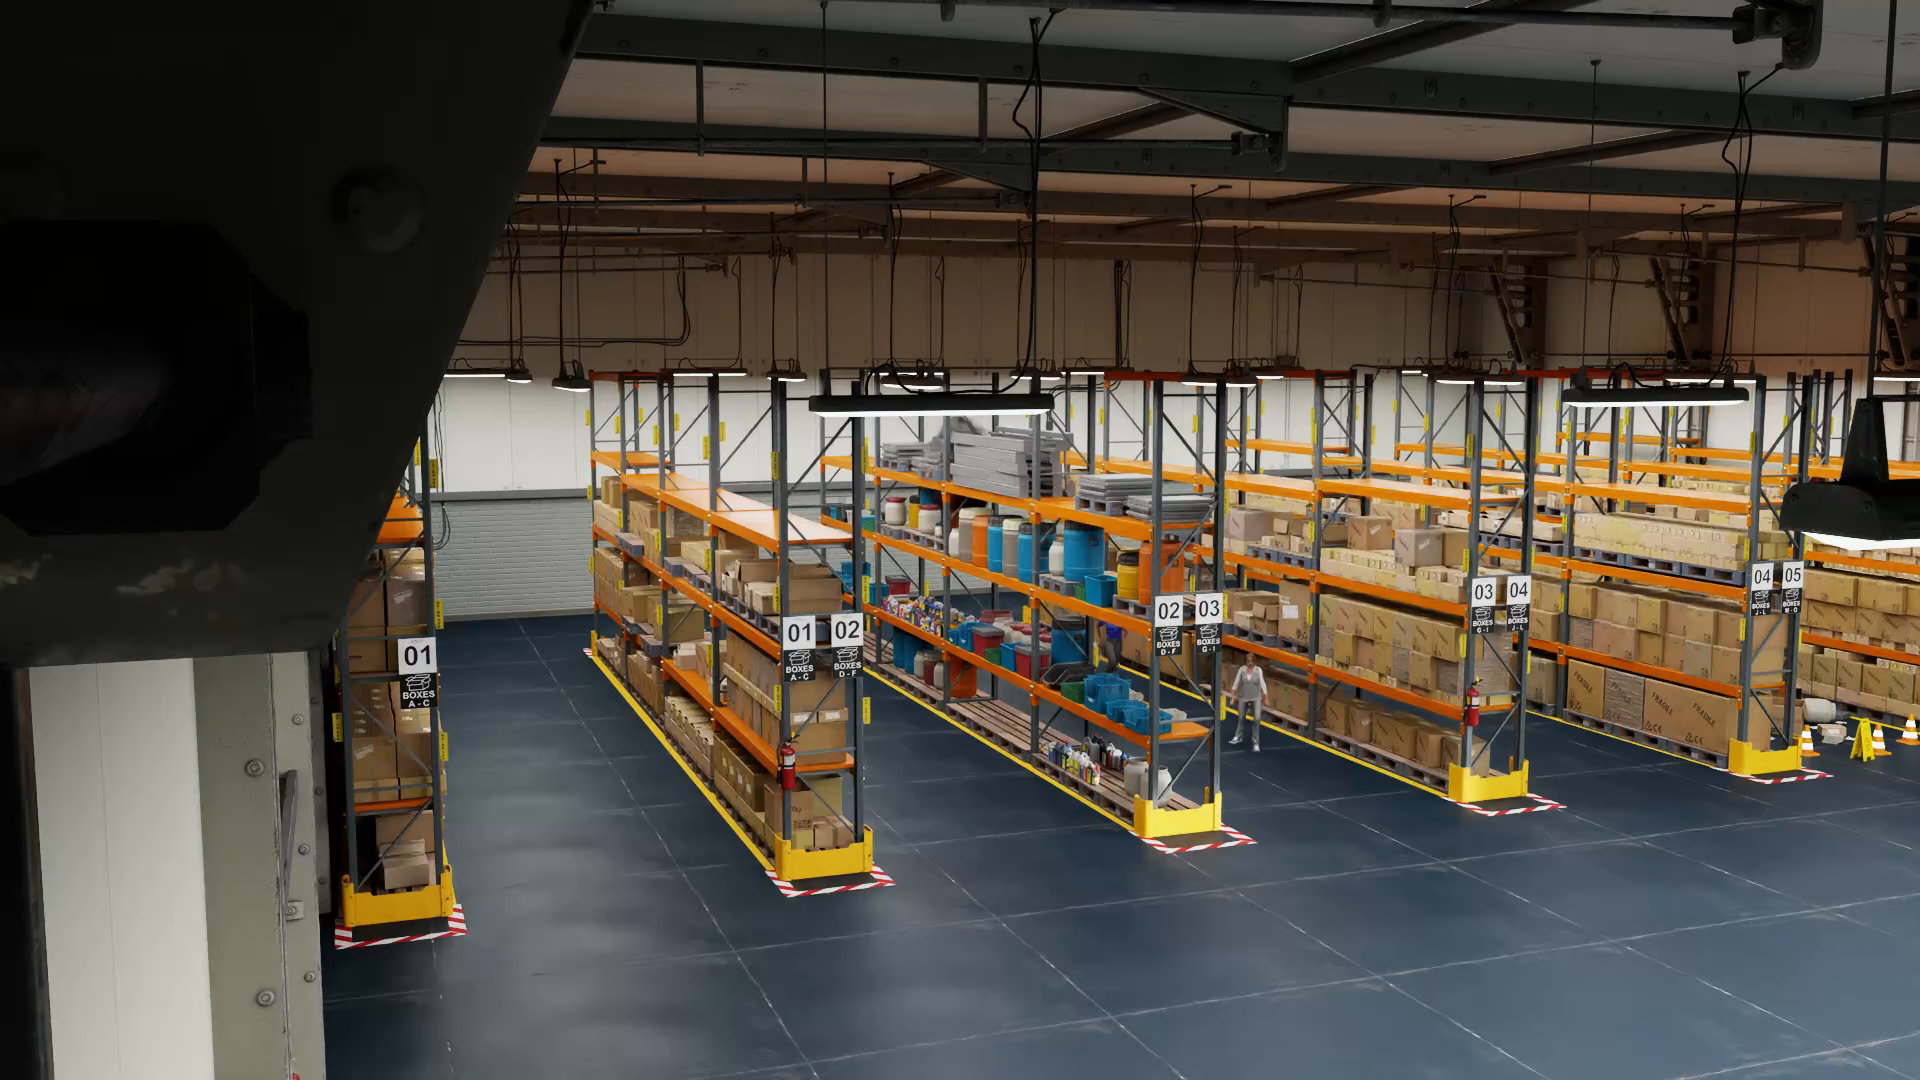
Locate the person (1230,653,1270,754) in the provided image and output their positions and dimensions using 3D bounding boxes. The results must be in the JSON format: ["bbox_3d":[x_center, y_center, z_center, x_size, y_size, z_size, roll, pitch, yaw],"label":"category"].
[{"bbox_3d":[4.653,2.589,26.727,0.638,1.589,0.648,2,7,16],"label":"person"}]

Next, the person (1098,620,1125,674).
[{"bbox_3d":[2.898,2.114,31.459,0.521,1.492,0.632,-2,7,-19],"label":"person"}]

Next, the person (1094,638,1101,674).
[{"bbox_3d":[2.141,2.269,29.108,0.666,1.527,0.953,-2,7,-15],"label":"person"}]
